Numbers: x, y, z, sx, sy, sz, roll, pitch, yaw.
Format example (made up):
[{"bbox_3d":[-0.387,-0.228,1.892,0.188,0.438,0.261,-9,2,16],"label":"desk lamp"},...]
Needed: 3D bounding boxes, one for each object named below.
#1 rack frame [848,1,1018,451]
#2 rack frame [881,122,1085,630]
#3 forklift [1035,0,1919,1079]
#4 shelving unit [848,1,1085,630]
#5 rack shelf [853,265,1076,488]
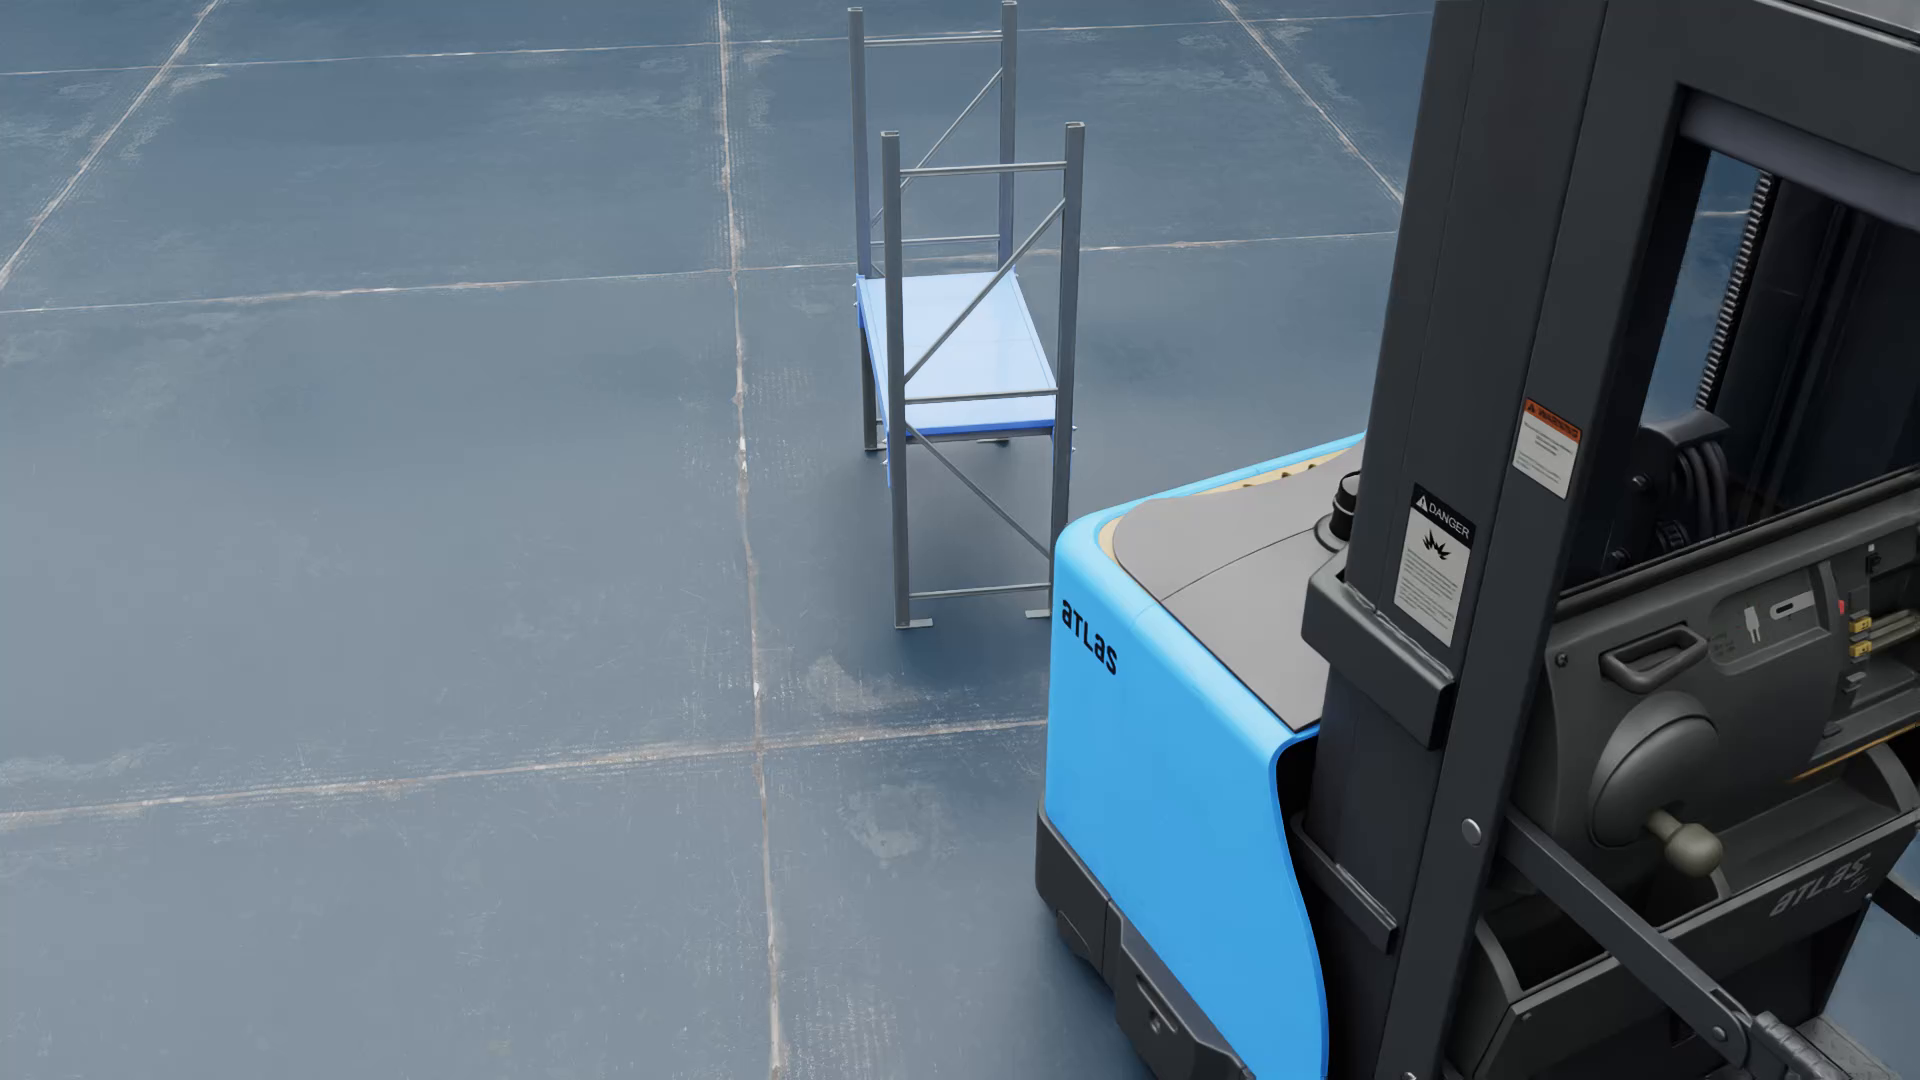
[{"bbox_3d":[-0.080,-0.951,5.314,0.500,1.500,0.032,-4,35,-6],"label":"rack frame"},{"bbox_3d":[0.057,-0.384,4.481,0.500,1.500,0.032,-4,35,-6],"label":"rack frame"},{"bbox_3d":[1.306,0.251,2.280,1.130,2.935,3.031,-16,38,-22],"label":"forklift"},{"bbox_3d":[-0.011,-0.667,4.897,0.538,1.500,1.048,-4,35,-6],"label":"shelving unit"},{"bbox_3d":[-0.011,-0.519,4.999,0.538,0.185,1.000,-4,35,-6],"label":"rack shelf"}]
